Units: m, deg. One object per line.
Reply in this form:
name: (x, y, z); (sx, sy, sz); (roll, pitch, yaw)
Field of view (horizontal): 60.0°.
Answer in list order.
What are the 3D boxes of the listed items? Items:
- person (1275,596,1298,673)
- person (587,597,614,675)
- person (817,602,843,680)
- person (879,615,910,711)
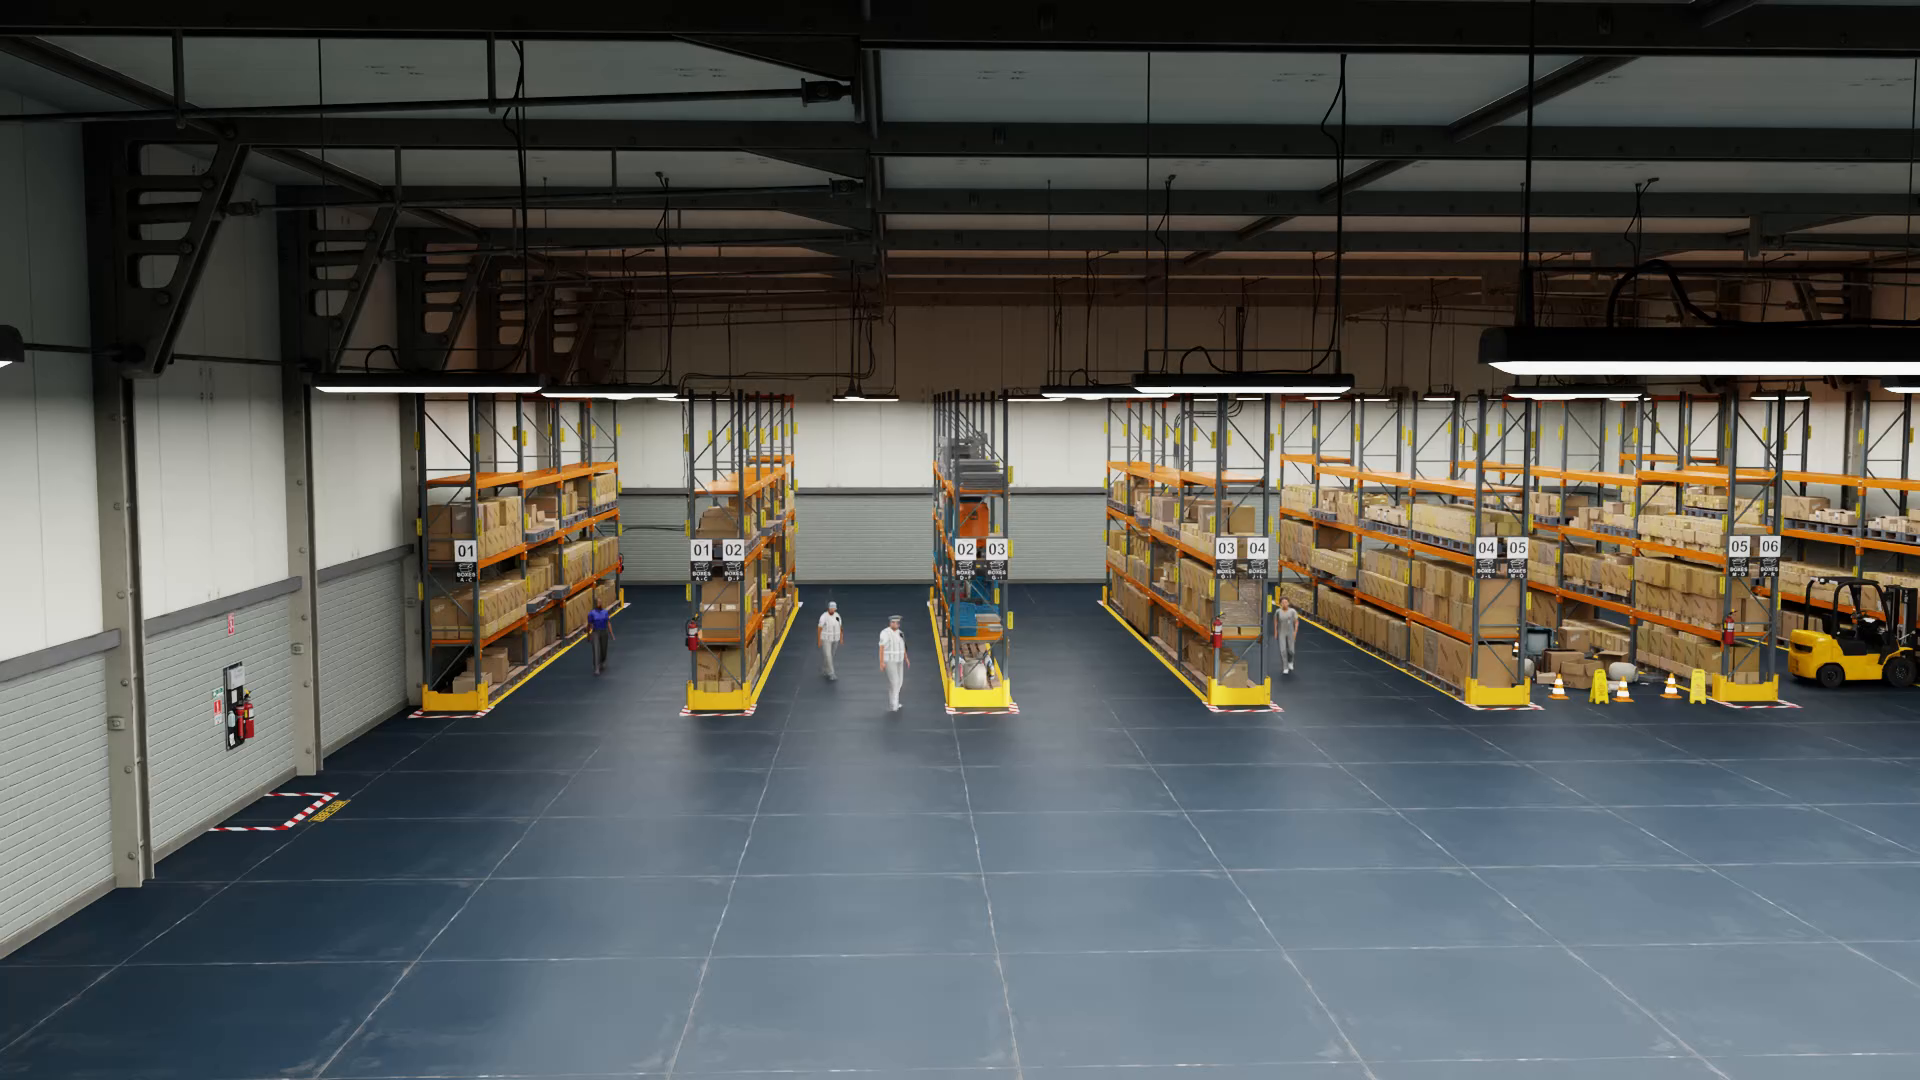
person: (6.985, 2.006, 35.581); (0.503, 1.652, 0.600); (1, 5, 14)
person: (-7.655, 2.014, 35.382); (0.554, 1.602, 0.997); (-1, 5, -17)
person: (-2.677, 2.078, 34.569); (0.521, 1.604, 1.022); (-3, 6, -36)
person: (-1.214, 2.345, 31.296); (0.489, 1.842, 0.564); (4, 6, 40)
